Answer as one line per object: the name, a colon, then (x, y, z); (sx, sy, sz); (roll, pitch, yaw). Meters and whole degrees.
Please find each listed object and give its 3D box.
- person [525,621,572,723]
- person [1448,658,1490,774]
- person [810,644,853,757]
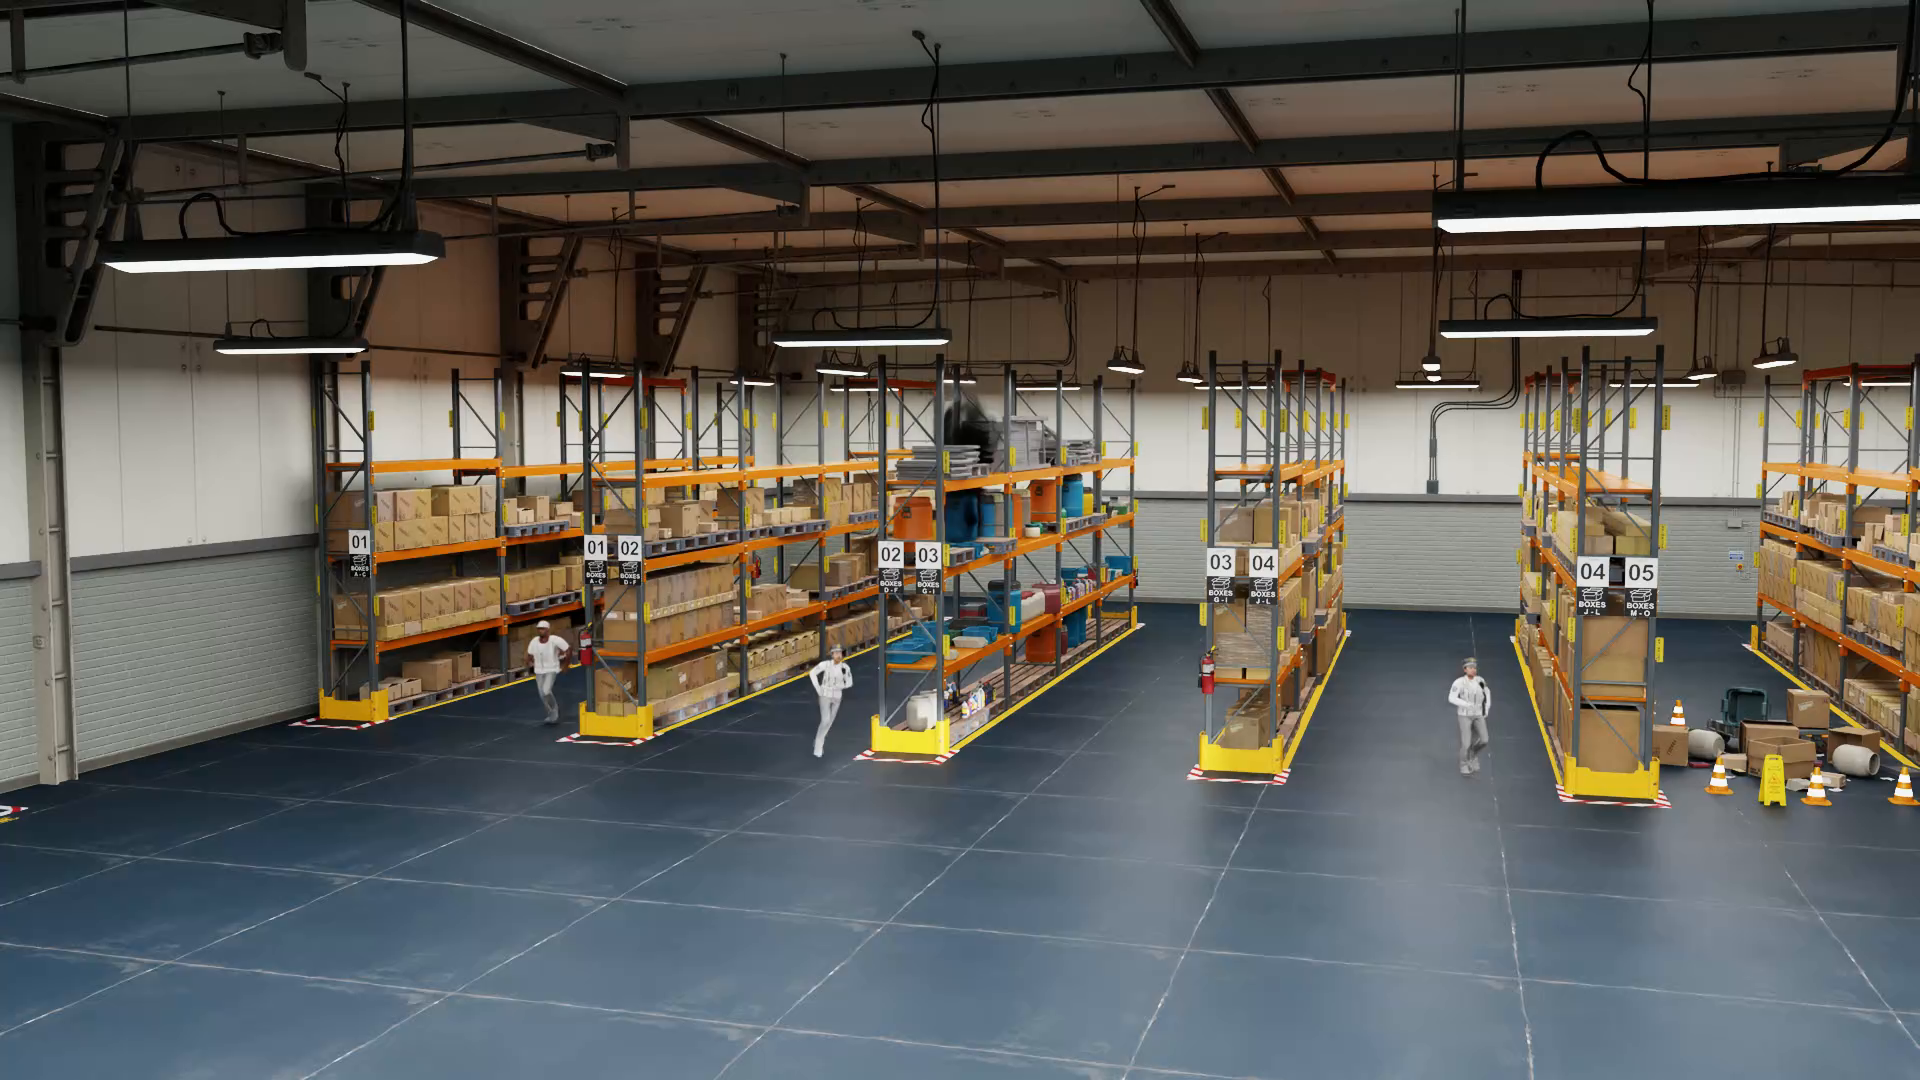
person: (-6.816, 2.175, 27.402); (0.696, 1.712, 0.728); (1, 4, 15)
person: (7.218, 2.486, 23.437); (0.671, 1.663, 0.562); (0, 4, -5)
person: (-1.931, 2.399, 25.016); (0.602, 1.716, 0.618); (-2, 4, -23)
